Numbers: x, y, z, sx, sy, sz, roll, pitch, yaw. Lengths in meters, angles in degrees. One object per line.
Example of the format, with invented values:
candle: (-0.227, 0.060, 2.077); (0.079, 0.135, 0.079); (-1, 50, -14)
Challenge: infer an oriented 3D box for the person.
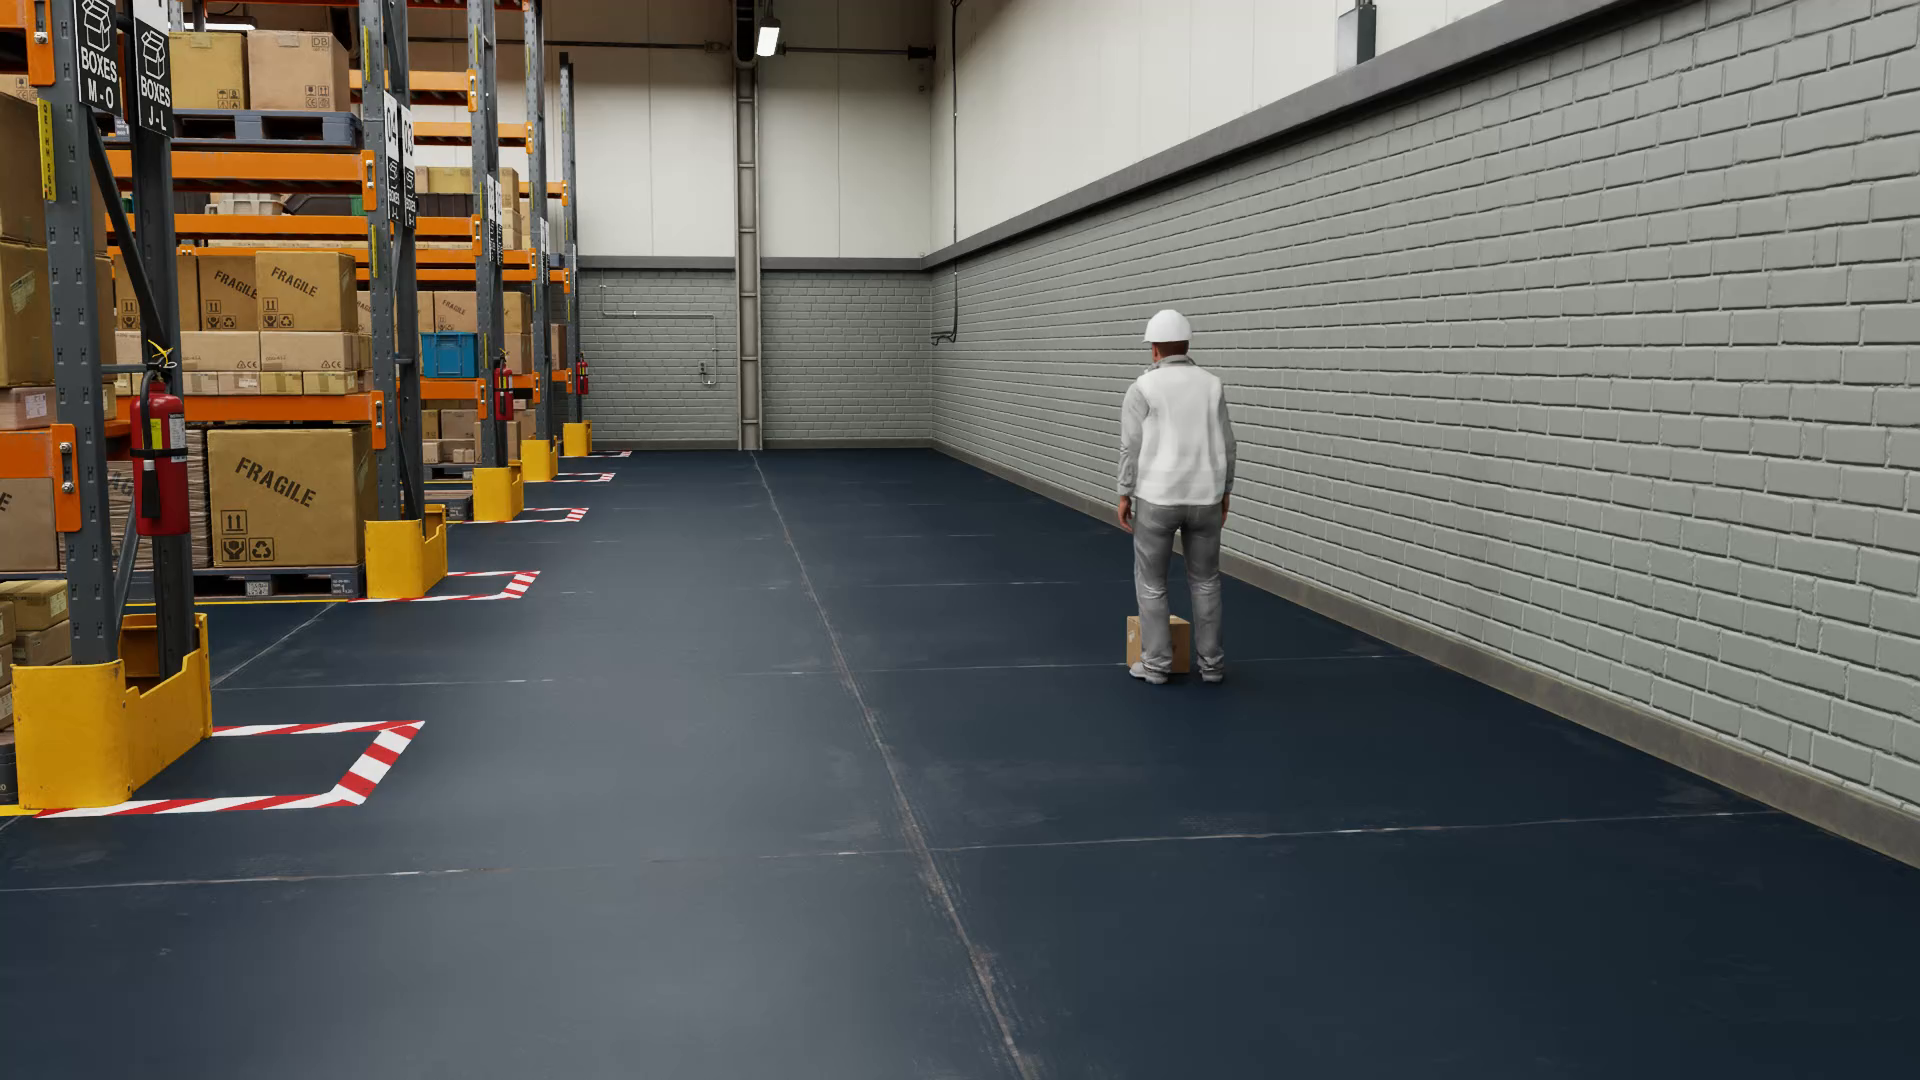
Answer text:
person: (1.028, -0.206, 7.927); (0.590, 1.770, 0.465); (-1, 7, -12)
